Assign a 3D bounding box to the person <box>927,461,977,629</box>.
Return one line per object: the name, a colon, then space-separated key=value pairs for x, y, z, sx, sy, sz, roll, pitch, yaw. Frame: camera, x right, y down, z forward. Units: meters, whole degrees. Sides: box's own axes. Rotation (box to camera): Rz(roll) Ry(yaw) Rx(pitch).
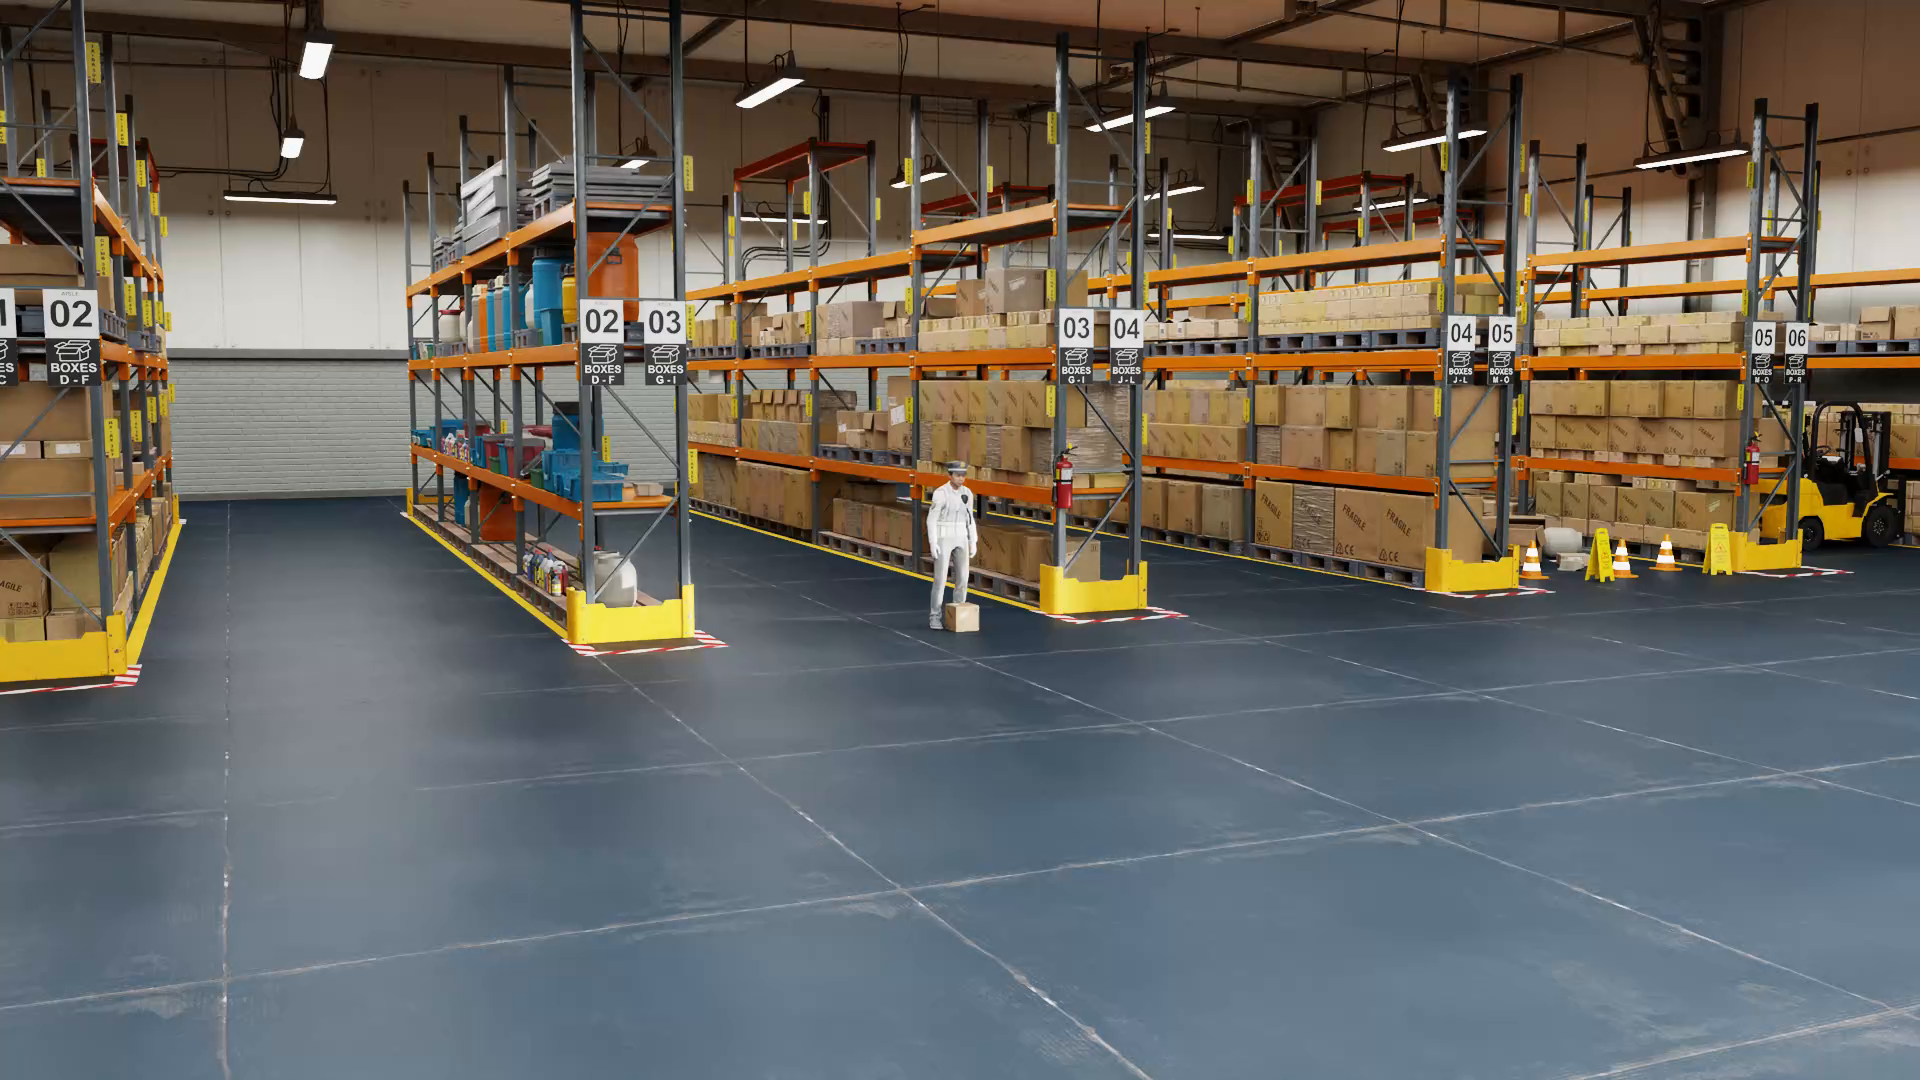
person: x=-0.066 y=0.039 z=16.563 sx=0.547 sy=1.666 sz=0.410 roll=-3 pitch=6 yaw=-27
